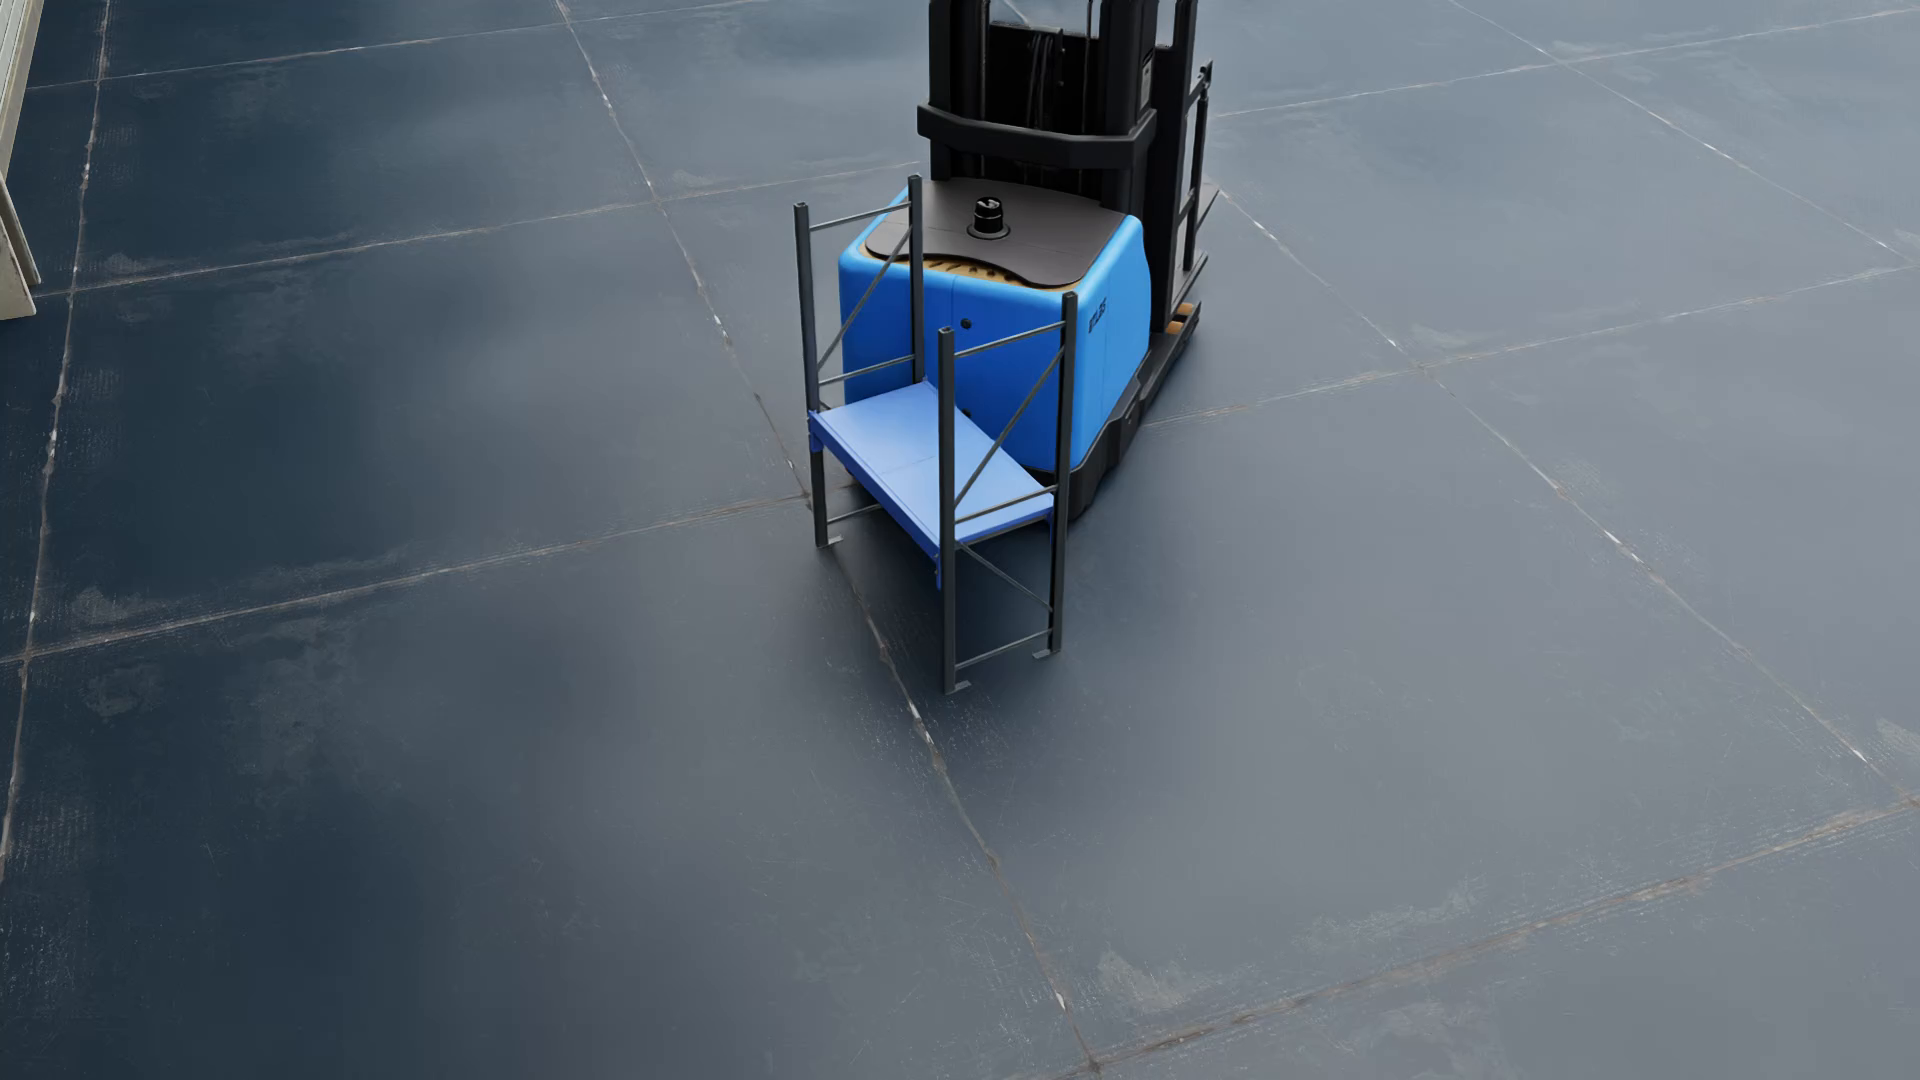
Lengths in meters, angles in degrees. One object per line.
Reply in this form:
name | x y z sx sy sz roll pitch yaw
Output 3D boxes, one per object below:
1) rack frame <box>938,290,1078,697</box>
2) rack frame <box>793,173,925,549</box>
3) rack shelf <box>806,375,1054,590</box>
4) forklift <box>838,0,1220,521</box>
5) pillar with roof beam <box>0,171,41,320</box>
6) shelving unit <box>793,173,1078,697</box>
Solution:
rack frame | 0.154 -0.117 5.659 0.500 1.500 0.032 -19 41 -24
rack frame | -0.360 -0.645 6.359 0.500 1.500 0.032 -19 41 -24
rack shelf | -0.103 -0.237 6.117 0.538 0.185 1.000 -19 41 -24
forklift | 0.520 -2.128 7.139 1.130 2.935 3.031 13 39 17
pillar with roof beam | -0.749 -5.681 6.813 9.100 9.000 0.400 -12 39 -16
shelving unit | -0.103 -0.381 6.009 0.538 1.500 1.048 -19 41 -24
